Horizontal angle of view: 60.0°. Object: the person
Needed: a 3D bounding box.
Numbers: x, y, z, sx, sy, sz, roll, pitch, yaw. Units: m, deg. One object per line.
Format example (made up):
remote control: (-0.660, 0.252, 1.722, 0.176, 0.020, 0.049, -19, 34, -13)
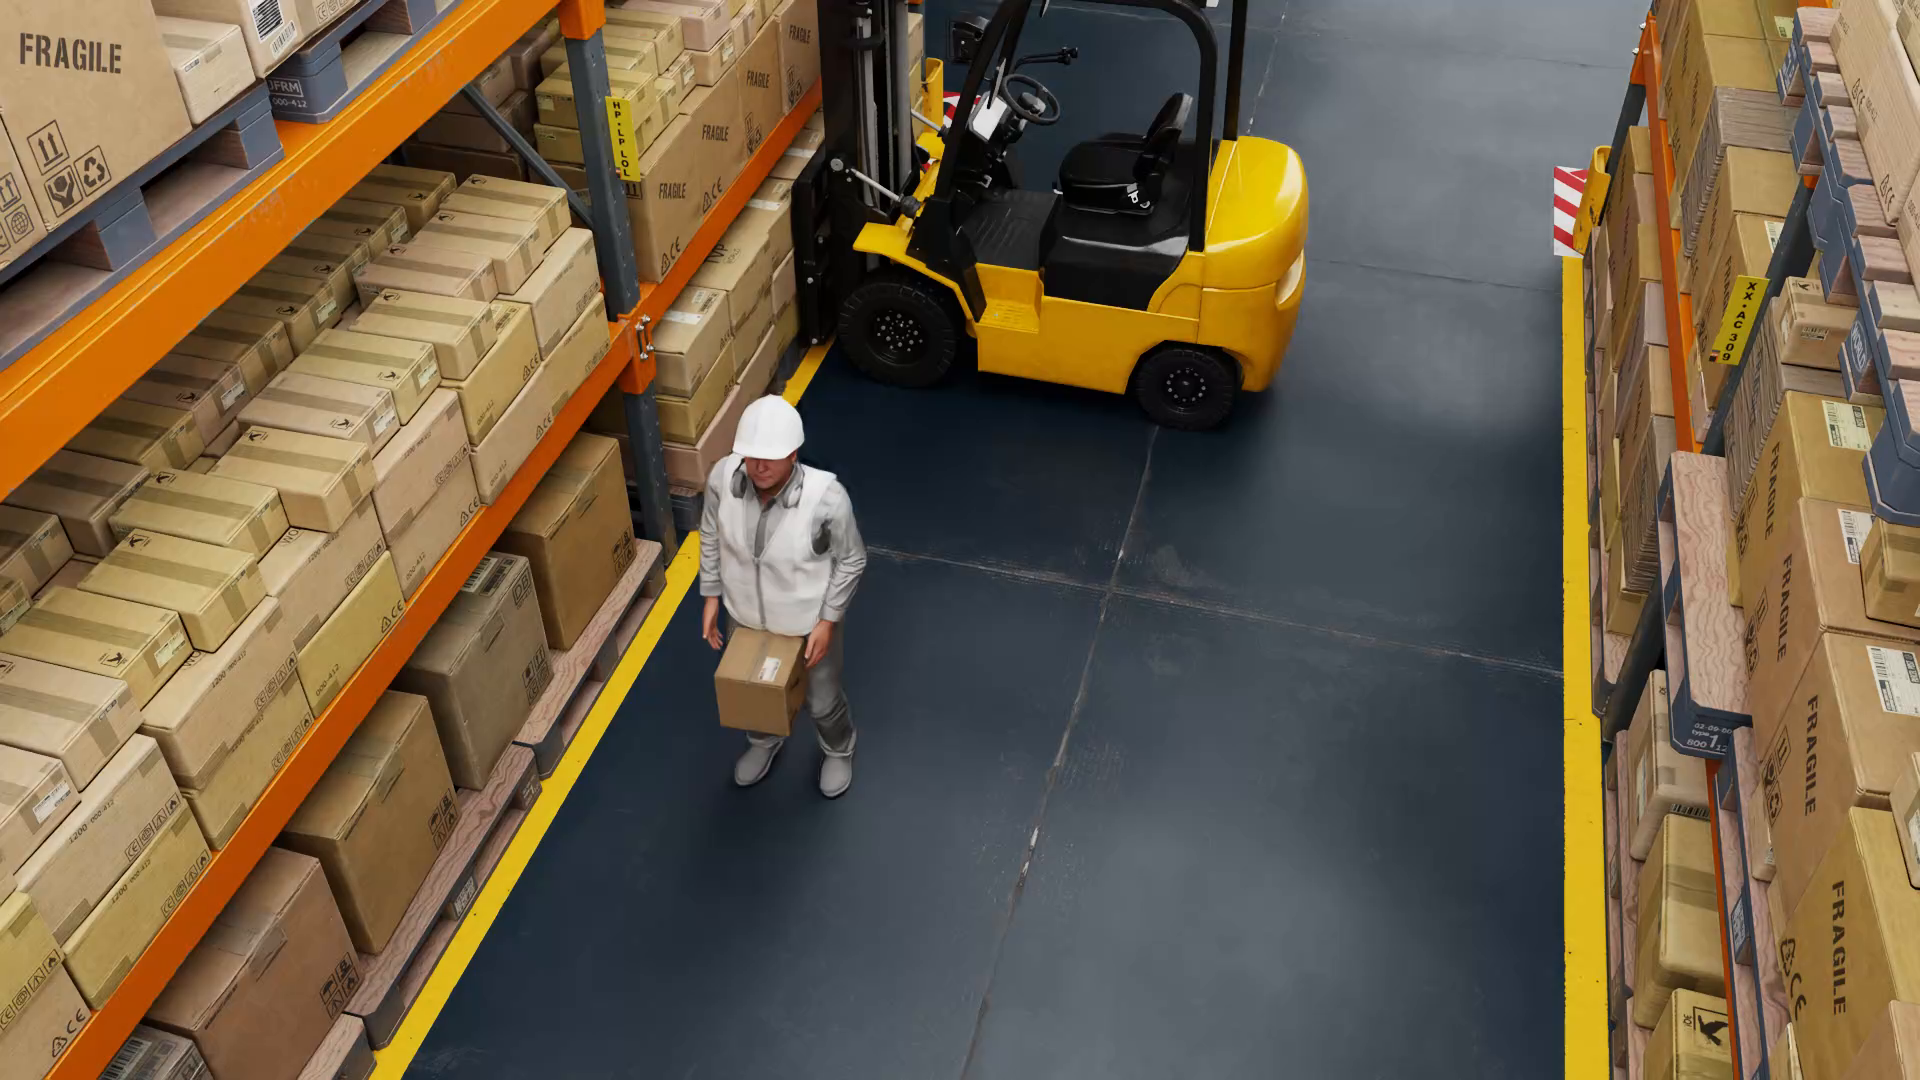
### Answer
person: (-0.623, 0.236, 5.872, 0.608, 1.762, 0.435, 11, 42, 12)
